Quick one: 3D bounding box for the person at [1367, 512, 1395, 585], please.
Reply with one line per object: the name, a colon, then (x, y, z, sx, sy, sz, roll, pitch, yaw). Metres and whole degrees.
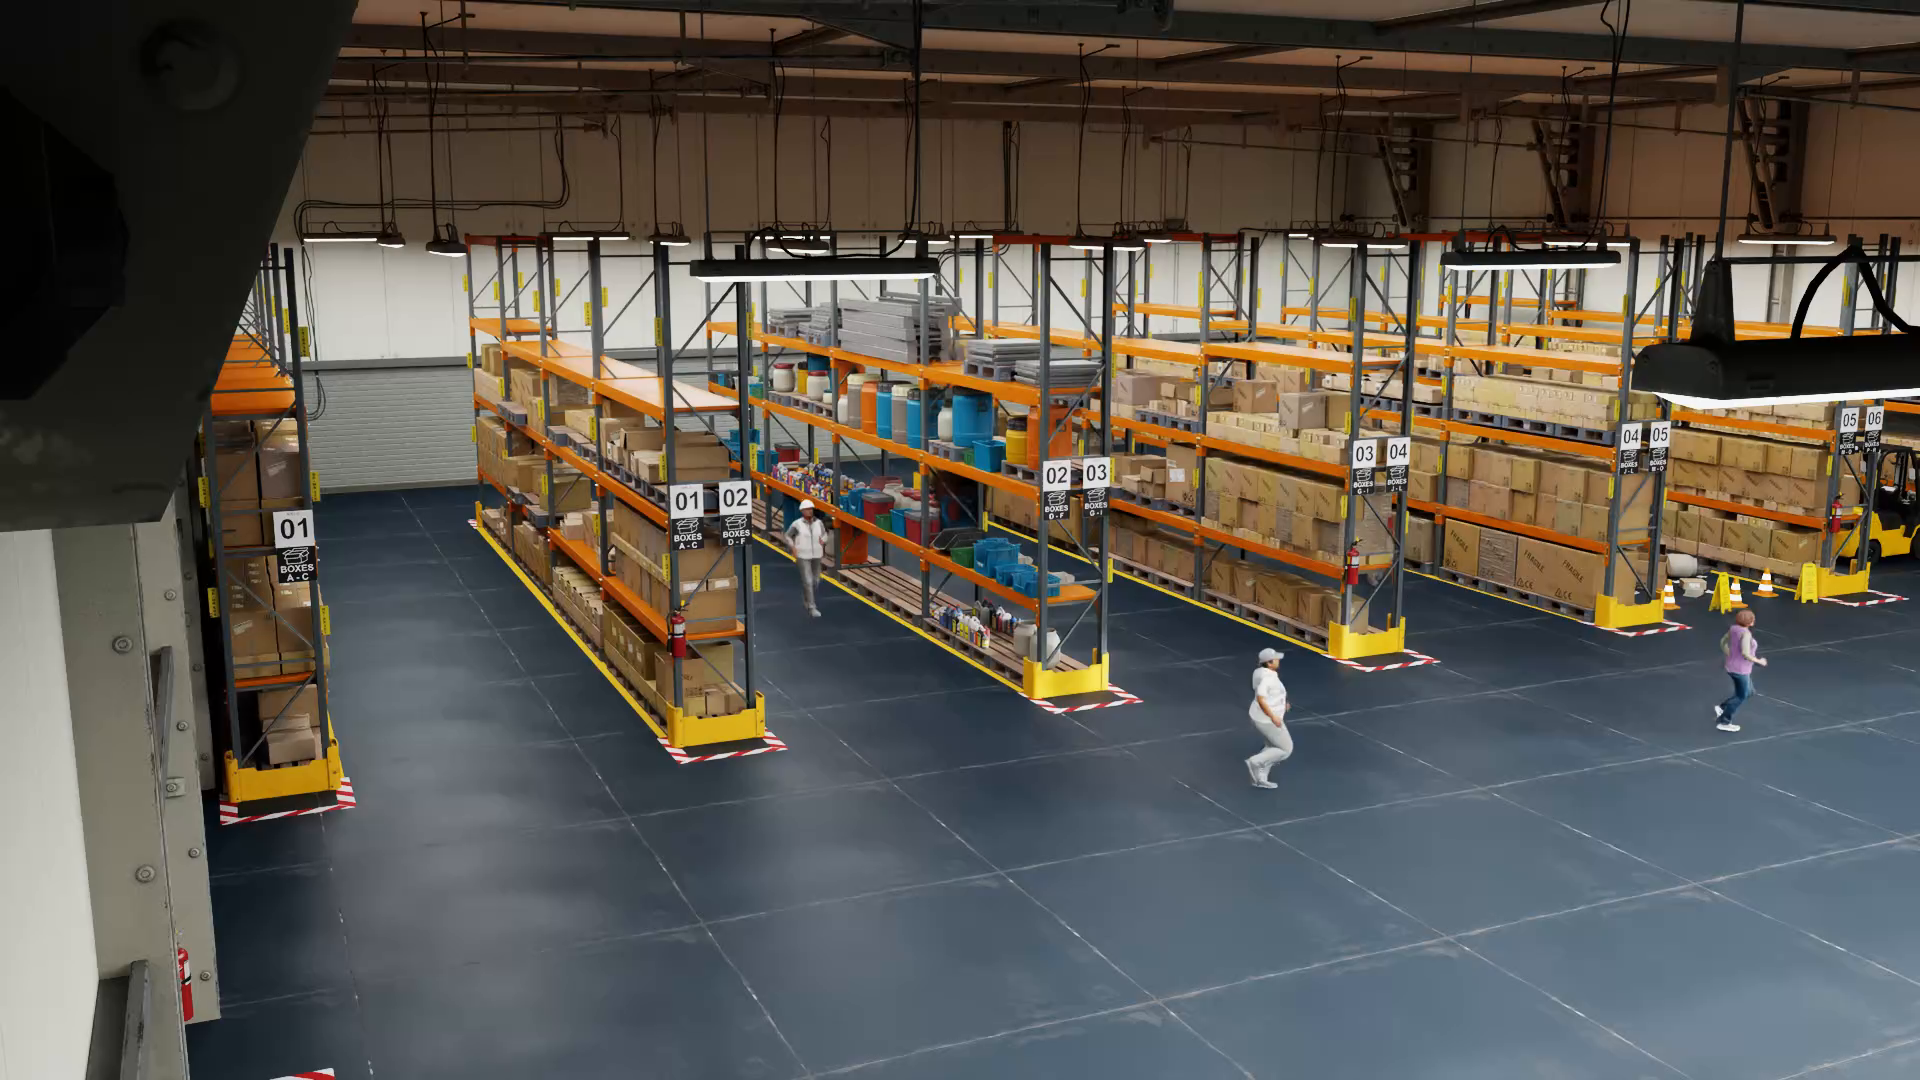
person: (7.340, -0.039, 28.879, 0.652, 1.687, 0.602, -5, 12, -24)

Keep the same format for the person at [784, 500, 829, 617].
person: (-2.322, 0.276, 25.599, 0.667, 1.789, 0.852, -6, 12, -28)

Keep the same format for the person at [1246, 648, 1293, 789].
person: (3.451, 2.003, 18.596, 0.549, 1.627, 0.607, -1, 11, -5)

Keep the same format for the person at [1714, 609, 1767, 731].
person: (9.710, 1.621, 20.640, 0.520, 1.561, 0.540, 1, 11, 7)
